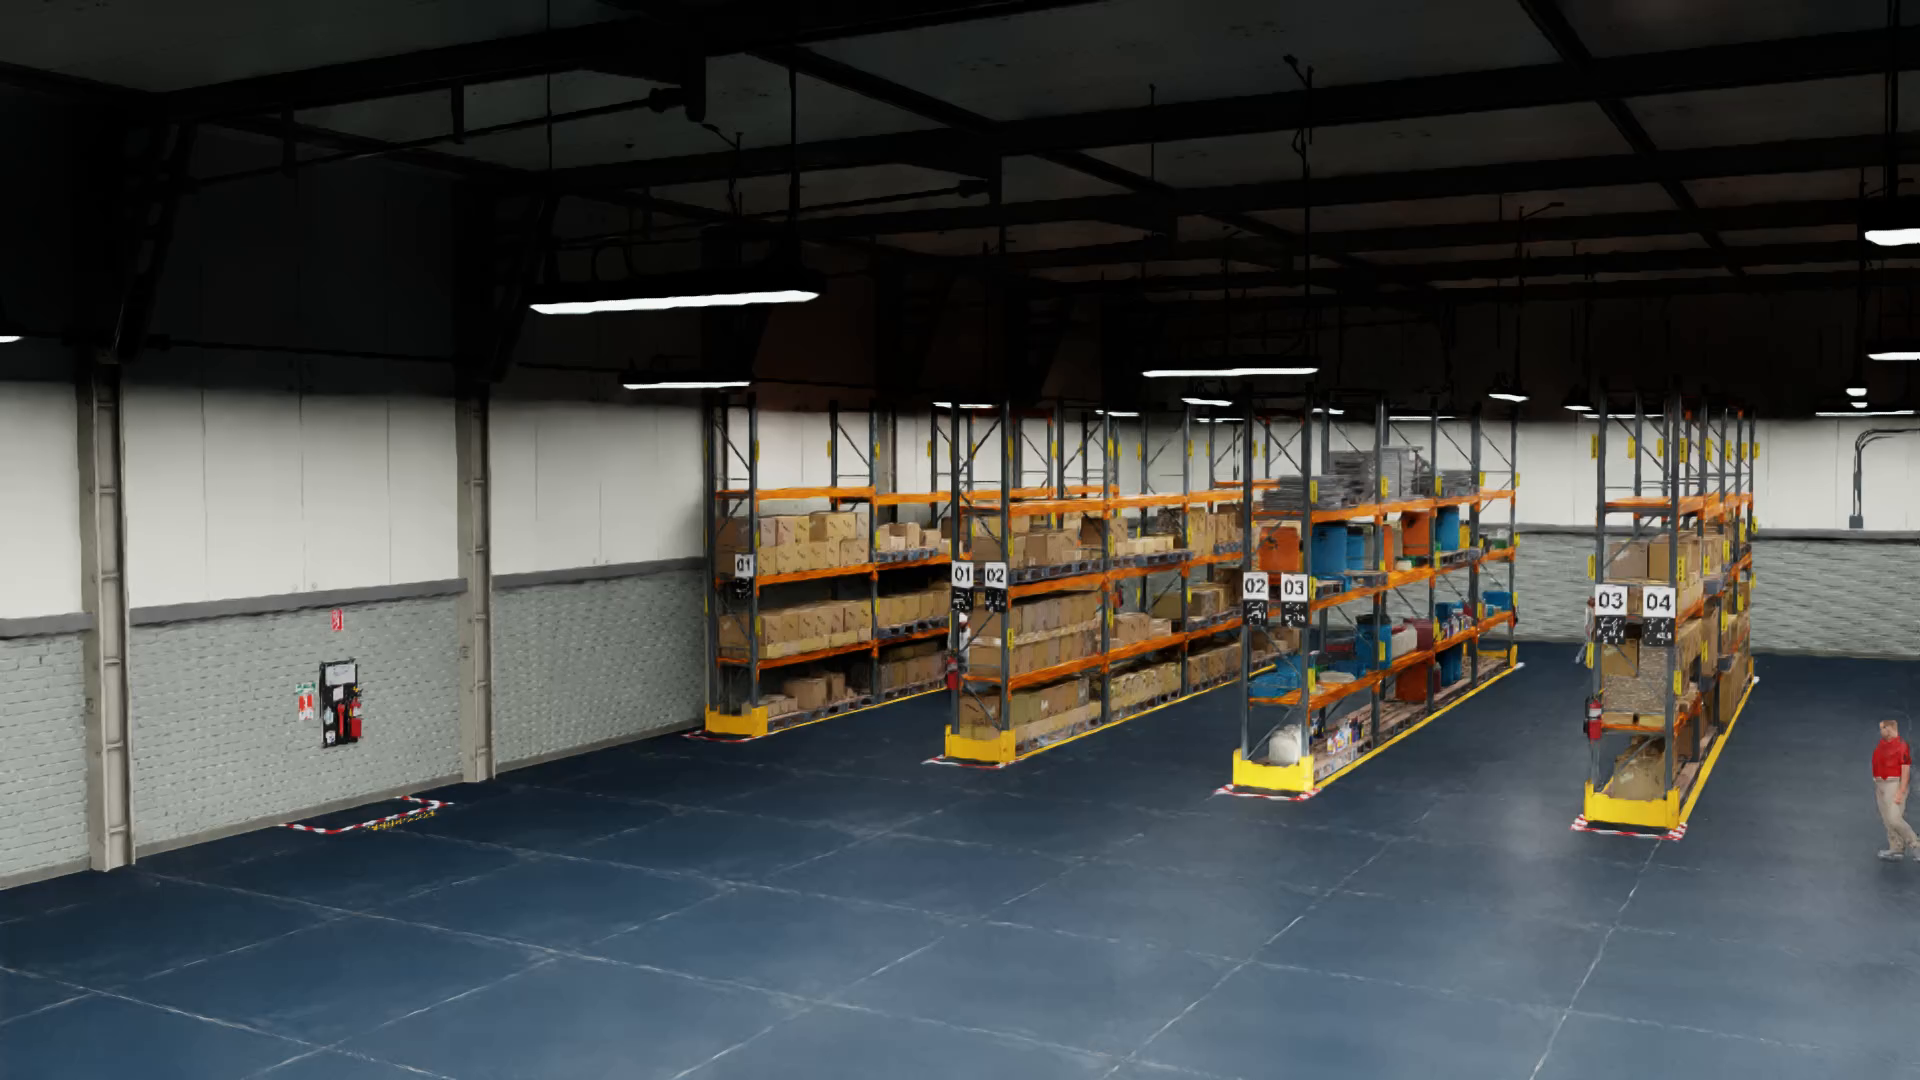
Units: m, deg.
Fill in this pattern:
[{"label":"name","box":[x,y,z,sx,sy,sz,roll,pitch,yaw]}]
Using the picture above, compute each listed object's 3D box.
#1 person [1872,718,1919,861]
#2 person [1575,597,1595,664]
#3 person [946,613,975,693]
[{"label":"person","box":[11.430,3.035,20.287,0.480,1.718,0.706,0,3,-3]},{"label":"person","box":[14.604,2.108,38.707,0.574,1.588,0.428,-2,4,-38]},{"label":"person","box":[0.079,2.318,33.746,0.683,1.714,0.837,1,3,12]}]
